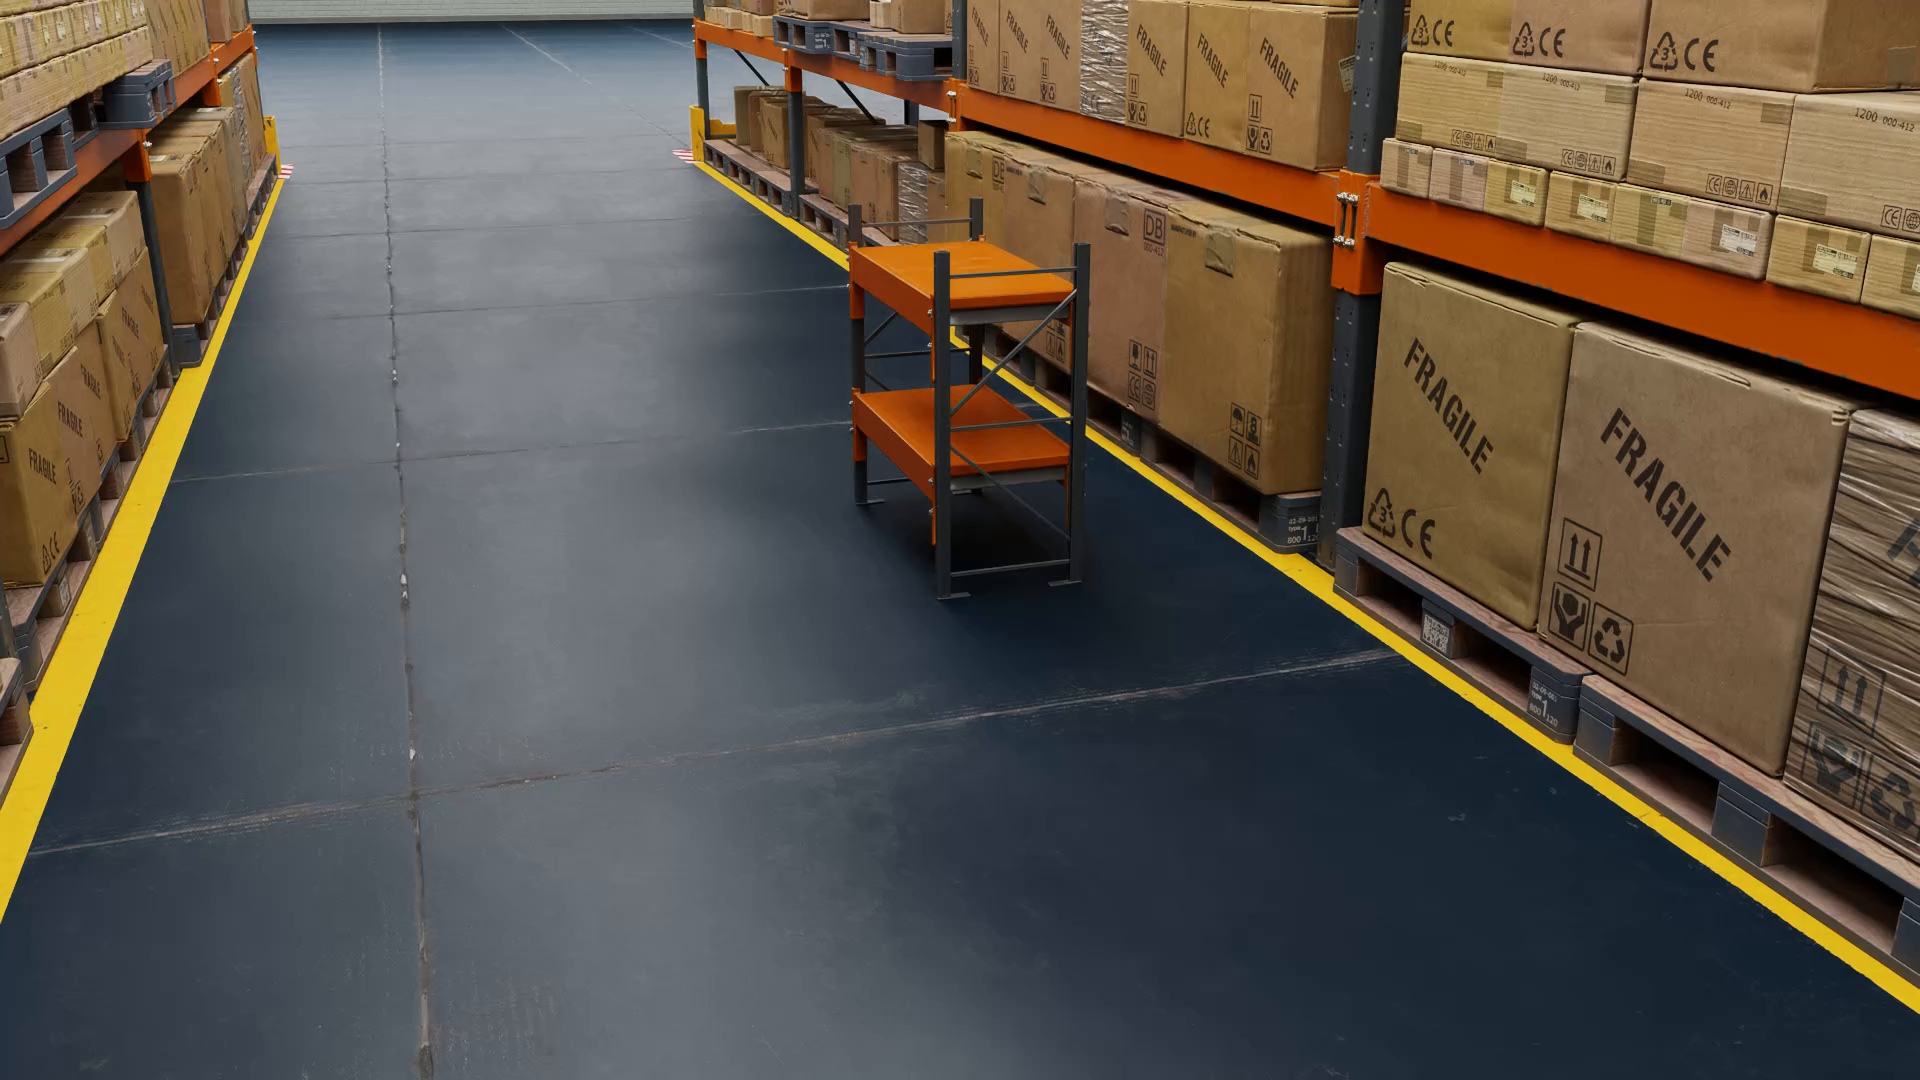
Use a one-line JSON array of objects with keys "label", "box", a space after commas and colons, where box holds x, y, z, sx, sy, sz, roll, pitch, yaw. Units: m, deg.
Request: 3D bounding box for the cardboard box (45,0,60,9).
[{"label": "cardboard box", "box": [-3.048, -1.737, 5.186, 0.380, 0.149, 0.250, -7, 21, -18]}]

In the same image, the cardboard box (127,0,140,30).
[{"label": "cardboard box", "box": [-3.616, -2.176, 6.848, 0.380, 0.149, 0.250, -6, 21, -15]}]

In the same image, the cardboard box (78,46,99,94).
[{"label": "cardboard box", "box": [-3.211, -1.623, 5.748, 0.380, 0.149, 0.250, -7, 21, -20]}]

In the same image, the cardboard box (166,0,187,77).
[{"label": "cardboard box", "box": [-4.649, -2.857, 9.286, 0.500, 0.500, 0.500, -7, 21, -18]}]

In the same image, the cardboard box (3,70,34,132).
[{"label": "cardboard box", "box": [-2.812, -1.212, 4.603, 0.380, 0.149, 0.250, -6, 21, -16]}]

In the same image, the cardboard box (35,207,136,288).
[{"label": "cardboard box", "box": [-3.656, -1.174, 6.715, 0.500, 0.250, 0.500, -6, 21, -16]}]

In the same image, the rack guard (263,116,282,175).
[{"label": "rack guard", "box": [-6.811, -3.551, 15.063, 1.175, 0.500, 0.348, -6, 21, -17]}]

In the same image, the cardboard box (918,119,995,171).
[{"label": "cardboard box", "box": [0.036, -2.411, 10.131, 0.500, 0.250, 0.500, -4, 20, -11]}]

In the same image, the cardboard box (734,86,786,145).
[{"label": "cardboard box", "box": [-1.883, -4.033, 15.785, 0.500, 0.500, 0.500, -3, 20, -7]}]

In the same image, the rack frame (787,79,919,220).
[{"label": "rack frame", "box": [-0.806, -3.931, 12.422, 1.000, 3.000, 0.127, -6, 21, -17]}]

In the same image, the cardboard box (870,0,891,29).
[{"label": "cardboard box", "box": [-0.329, -3.288, 10.210, 0.396, 0.266, 0.258, -7, 21, -19]}]

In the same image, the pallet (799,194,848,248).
[{"label": "pallet", "box": [-0.560, -2.369, 12.199, 1.003, 0.211, 1.213, -6, 21, -17]}]

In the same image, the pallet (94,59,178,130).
[{"label": "pallet", "box": [-3.964, -1.845, 6.899, 1.213, 0.211, 1.003, -6, 21, -17]}]

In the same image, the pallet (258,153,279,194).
[{"label": "pallet", "box": [-6.478, -3.159, 14.399, 1.003, 0.211, 1.213, -6, 21, -17]}]

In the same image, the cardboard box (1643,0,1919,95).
[{"label": "cardboard box", "box": [1.932, -1.279, 3.714, 0.500, 0.500, 0.500, -7, 21, -19]}]

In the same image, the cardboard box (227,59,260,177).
[{"label": "cardboard box", "box": [-6.249, -3.425, 13.536, 0.875, 0.875, 0.875, -7, 21, -18]}]

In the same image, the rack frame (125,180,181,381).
[{"label": "rack frame", "box": [-4.289, -2.152, 7.472, 1.000, 3.000, 0.127, -6, 21, -17]}]

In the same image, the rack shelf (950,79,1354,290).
[{"label": "rack shelf", "box": [1.080, -1.667, 7.183, 1.077, 0.370, 4.000, -6, 21, -17]}]

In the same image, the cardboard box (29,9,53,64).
[{"label": "cardboard box", "box": [-2.966, -1.513, 5.001, 0.380, 0.149, 0.250, -7, 21, -20]}]

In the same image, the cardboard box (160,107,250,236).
[{"label": "cardboard box", "box": [-5.266, -2.385, 10.827, 1.050, 0.750, 0.750, -6, 21, -17]}]

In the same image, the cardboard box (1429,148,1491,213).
[{"label": "cardboard box", "box": [1.568, -1.031, 4.720, 0.380, 0.149, 0.250, -7, 21, -19]}]

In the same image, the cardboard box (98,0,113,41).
[{"label": "cardboard box", "box": [-3.377, -1.932, 6.167, 0.380, 0.149, 0.250, -7, 21, -18]}]

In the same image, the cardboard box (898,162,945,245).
[{"label": "cardboard box", "box": [0.035, -2.067, 10.281, 0.700, 0.500, 0.500, -8, 21, -22]}]

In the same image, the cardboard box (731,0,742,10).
[{"label": "cardboard box", "box": [-1.529, -4.909, 14.559, 0.875, 0.500, 0.500, -6, 21, -17]}]

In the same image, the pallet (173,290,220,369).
[{"label": "pallet", "box": [-4.466, -1.101, 8.670, 1.003, 0.211, 1.213, -6, 21, -17]}]

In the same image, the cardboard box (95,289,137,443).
[{"label": "cardboard box", "box": [-3.493, -0.655, 6.380, 0.500, 0.500, 0.500, -7, 21, -20]}]

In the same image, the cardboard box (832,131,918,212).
[{"label": "cardboard box", "box": [-0.502, -2.607, 11.784, 0.700, 0.500, 0.500, -7, 21, -18]}]

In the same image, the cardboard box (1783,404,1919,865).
[{"label": "cardboard box", "box": [2.402, 0.234, 3.350, 0.875, 0.875, 0.875, -6, 21, -17]}]

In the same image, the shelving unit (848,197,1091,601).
[{"label": "shelving unit", "box": [0.002, -0.527, 5.720, 0.538, 1.125, 1.048, -6, 21, -17]}]

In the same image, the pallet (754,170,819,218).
[{"label": "pallet", "box": [-1.051, -2.830, 13.483, 1.003, 0.211, 1.213, -6, 21, -17]}]

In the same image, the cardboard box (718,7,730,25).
[{"label": "cardboard box", "box": [-1.977, -4.737, 15.039, 0.380, 0.149, 0.250, -6, 21, -17]}]

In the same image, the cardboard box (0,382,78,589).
[{"label": "cardboard box", "box": [-3.013, -0.155, 4.988, 0.500, 0.500, 0.500, -6, 20, -15]}]

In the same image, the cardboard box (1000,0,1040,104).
[{"label": "cardboard box", "box": [0.510, -2.344, 7.857, 0.500, 0.500, 0.500, -7, 21, -19]}]

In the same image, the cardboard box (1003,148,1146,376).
[{"label": "cardboard box", "box": [0.921, -1.334, 7.715, 1.225, 0.875, 0.875, -6, 21, -17]}]

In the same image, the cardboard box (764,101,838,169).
[{"label": "cardboard box", "box": [-1.351, -3.458, 14.184, 0.500, 0.500, 0.500, -8, 21, -22]}]

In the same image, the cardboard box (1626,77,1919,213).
[{"label": "cardboard box", "box": [1.927, -0.928, 3.846, 0.500, 0.250, 0.500, -6, 21, -16]}]

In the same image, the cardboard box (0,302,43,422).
[{"label": "cardboard box", "box": [-3.013, -0.508, 4.861, 0.500, 0.250, 0.500, -7, 21, -20]}]

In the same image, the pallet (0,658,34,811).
[{"label": "pallet", "box": [-2.787, 0.655, 3.780, 1.003, 0.211, 1.213, -6, 21, -17]}]

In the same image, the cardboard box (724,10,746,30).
[{"label": "cardboard box", "box": [-1.821, -4.488, 14.345, 0.380, 0.149, 0.250, -6, 21, -17]}]

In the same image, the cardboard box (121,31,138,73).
[{"label": "cardboard box", "box": [-3.540, -1.960, 6.686, 0.380, 0.149, 0.250, -6, 21, -16]}]

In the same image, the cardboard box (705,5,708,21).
[{"label": "cardboard box", "box": [-2.200, -4.979, 15.713, 0.380, 0.149, 0.250, -6, 21, -17]}]

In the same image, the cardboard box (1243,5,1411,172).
[{"label": "cardboard box", "box": [1.302, -1.531, 5.595, 0.500, 0.500, 0.500, -6, 21, -17]}]

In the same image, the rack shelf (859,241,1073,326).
[{"label": "rack shelf", "box": [0.002, -0.872, 5.597, 0.459, 0.093, 0.952, -6, 21, -17]}]

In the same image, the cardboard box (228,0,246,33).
[{"label": "cardboard box", "box": [-6.451, -4.502, 13.791, 0.875, 0.550, 0.550, -6, 21, -17]}]
